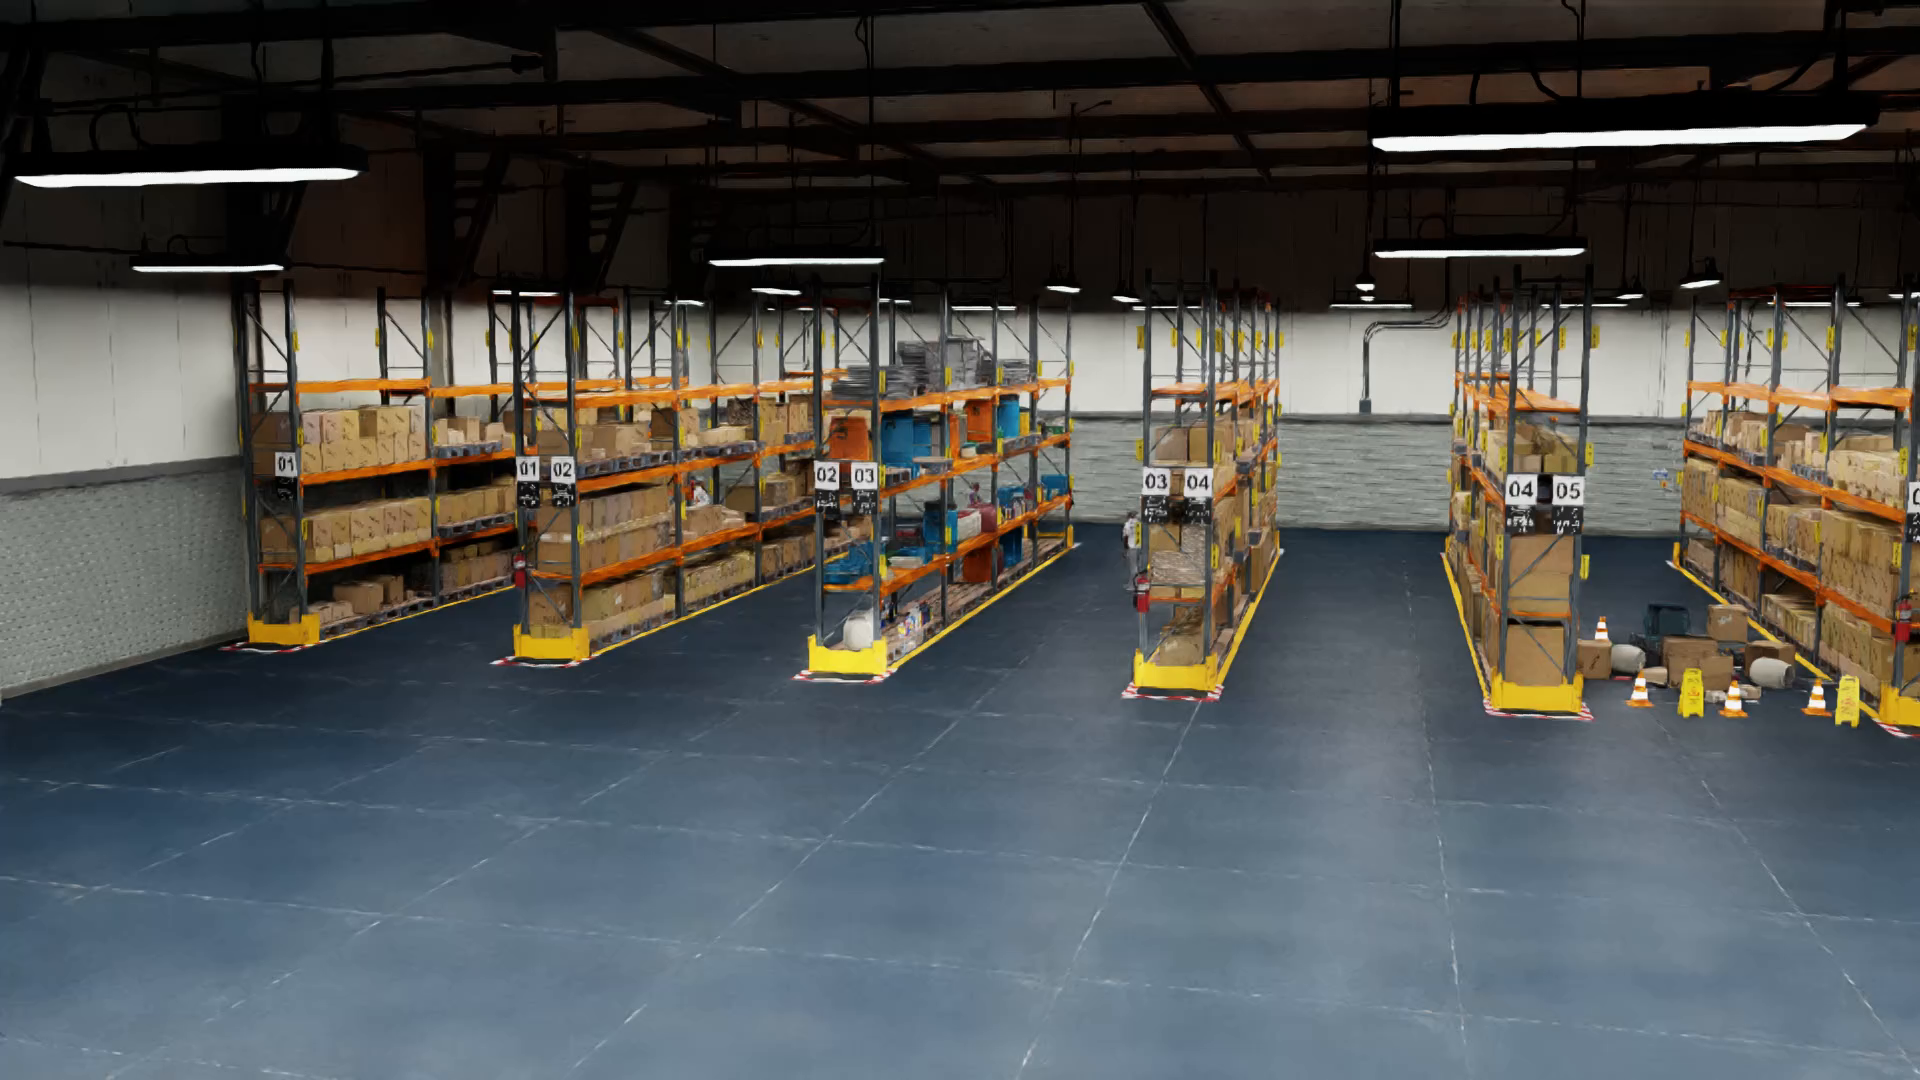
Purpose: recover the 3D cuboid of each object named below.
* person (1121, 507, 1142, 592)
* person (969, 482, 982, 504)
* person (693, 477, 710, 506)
[{"bbox_3d":[3.431,0.171,33.332,0.562,1.662,0.587,5,9,38],"label":"person"},{"bbox_3d":[0.387,-0.609,40.092,0.419,1.603,0.504,-2,7,-14],"label":"person"},{"bbox_3d":[-6.397,-0.728,40.932,0.493,1.657,0.676,1,7,8],"label":"person"}]
